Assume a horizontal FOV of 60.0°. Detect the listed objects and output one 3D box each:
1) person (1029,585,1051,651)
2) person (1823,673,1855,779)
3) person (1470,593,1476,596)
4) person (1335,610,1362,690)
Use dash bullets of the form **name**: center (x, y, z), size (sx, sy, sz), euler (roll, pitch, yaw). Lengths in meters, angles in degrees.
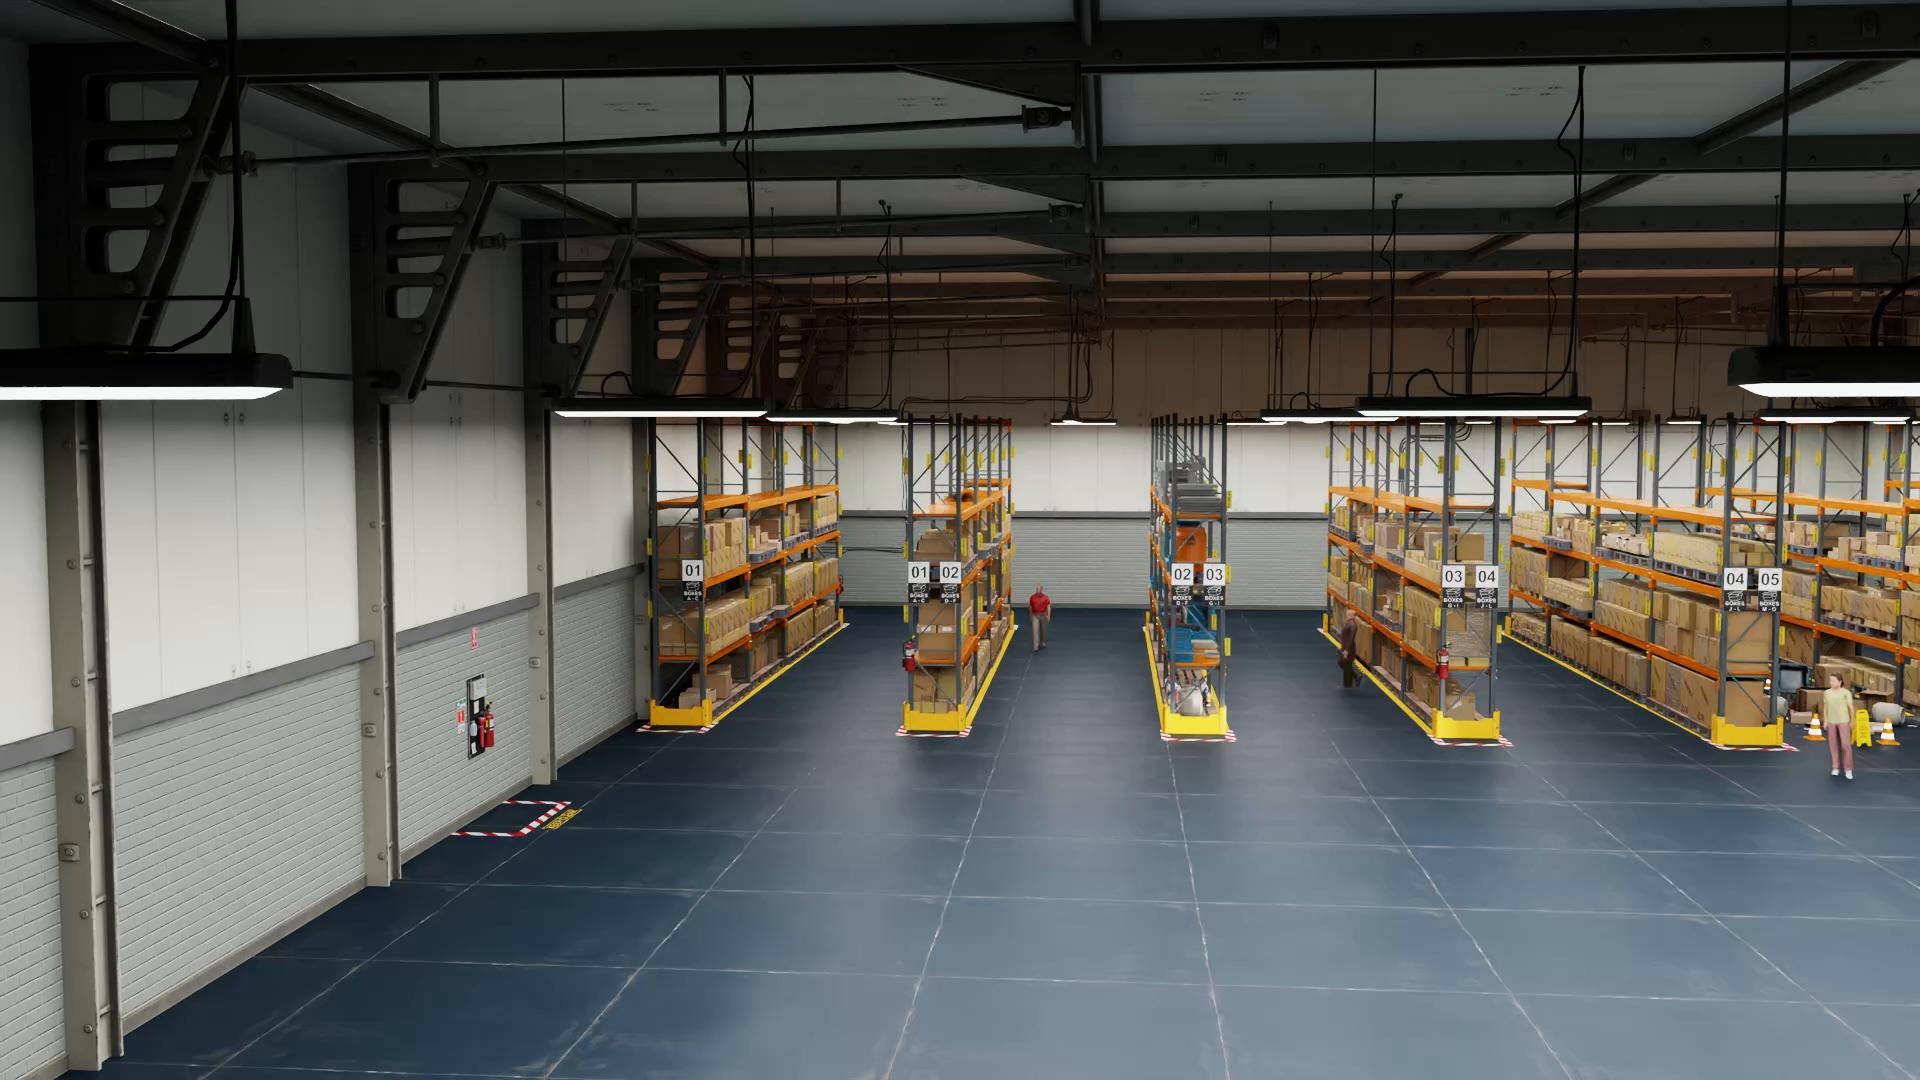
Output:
- **person**: center (2.054, 1.995, 42.885), size (0.558, 1.675, 1.034), euler (0, 4, 2)
- **person**: center (14.505, 3.048, 27.435), size (0.386, 1.711, 0.560), euler (-3, 5, -39)
- **person**: center (14.449, 1.756, 47.006), size (0.495, 1.605, 0.924), euler (2, 4, 30)
- **person**: center (8.452, 2.390, 36.147), size (0.567, 1.770, 0.613), euler (1, 4, 20)
